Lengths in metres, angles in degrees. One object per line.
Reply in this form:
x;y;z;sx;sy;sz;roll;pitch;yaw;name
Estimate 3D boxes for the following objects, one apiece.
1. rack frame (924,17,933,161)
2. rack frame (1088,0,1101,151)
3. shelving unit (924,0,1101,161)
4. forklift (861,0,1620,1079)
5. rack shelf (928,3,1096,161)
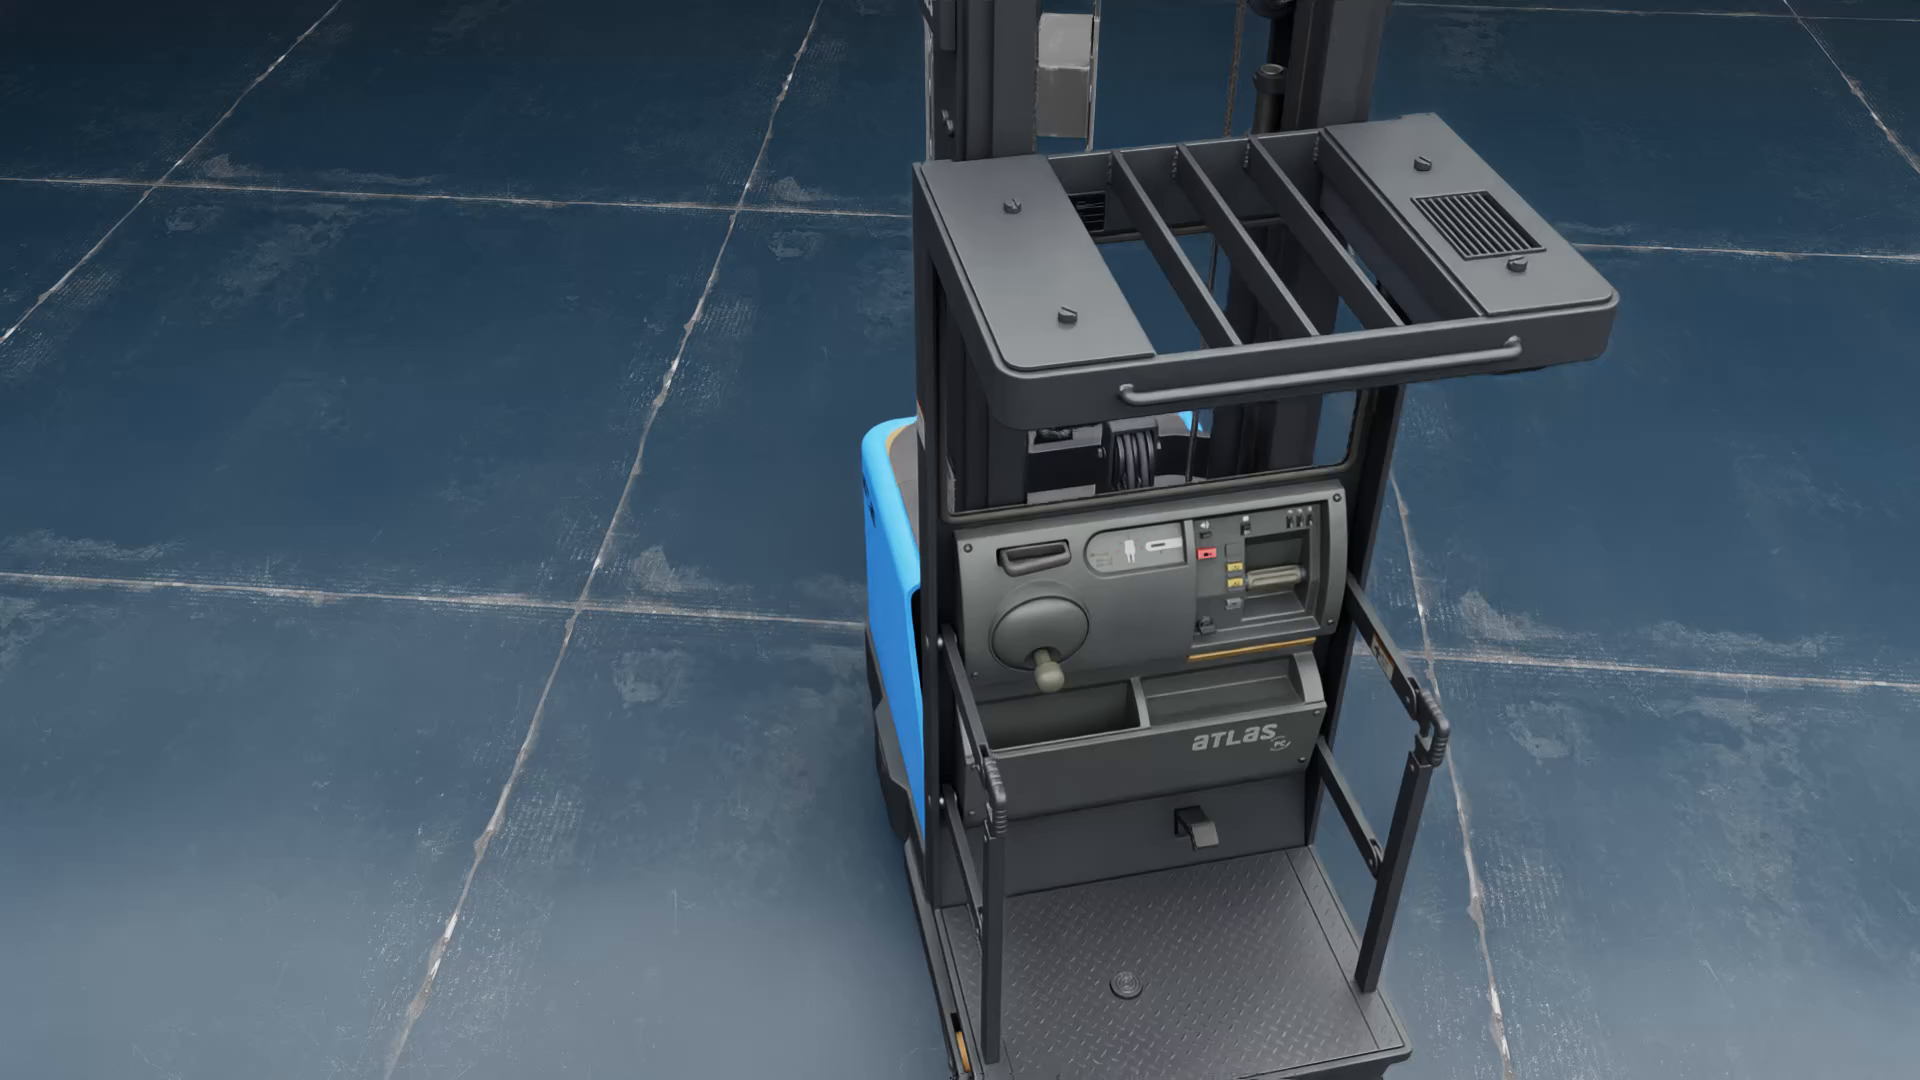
-0.078;-0.819;5.592;0.015;2.100;0.400;3;39;4;rack frame
0.408;-0.792;5.560;0.015;2.100;0.400;3;39;4;rack frame
0.165;-0.805;5.576;0.503;2.100;0.431;3;39;4;shelving unit
0.501;0.187;3.699;1.130;2.935;3.031;-8;40;-9;forklift
0.165;-1.338;5.143;0.480;0.518;0.431;3;39;4;rack shelf
